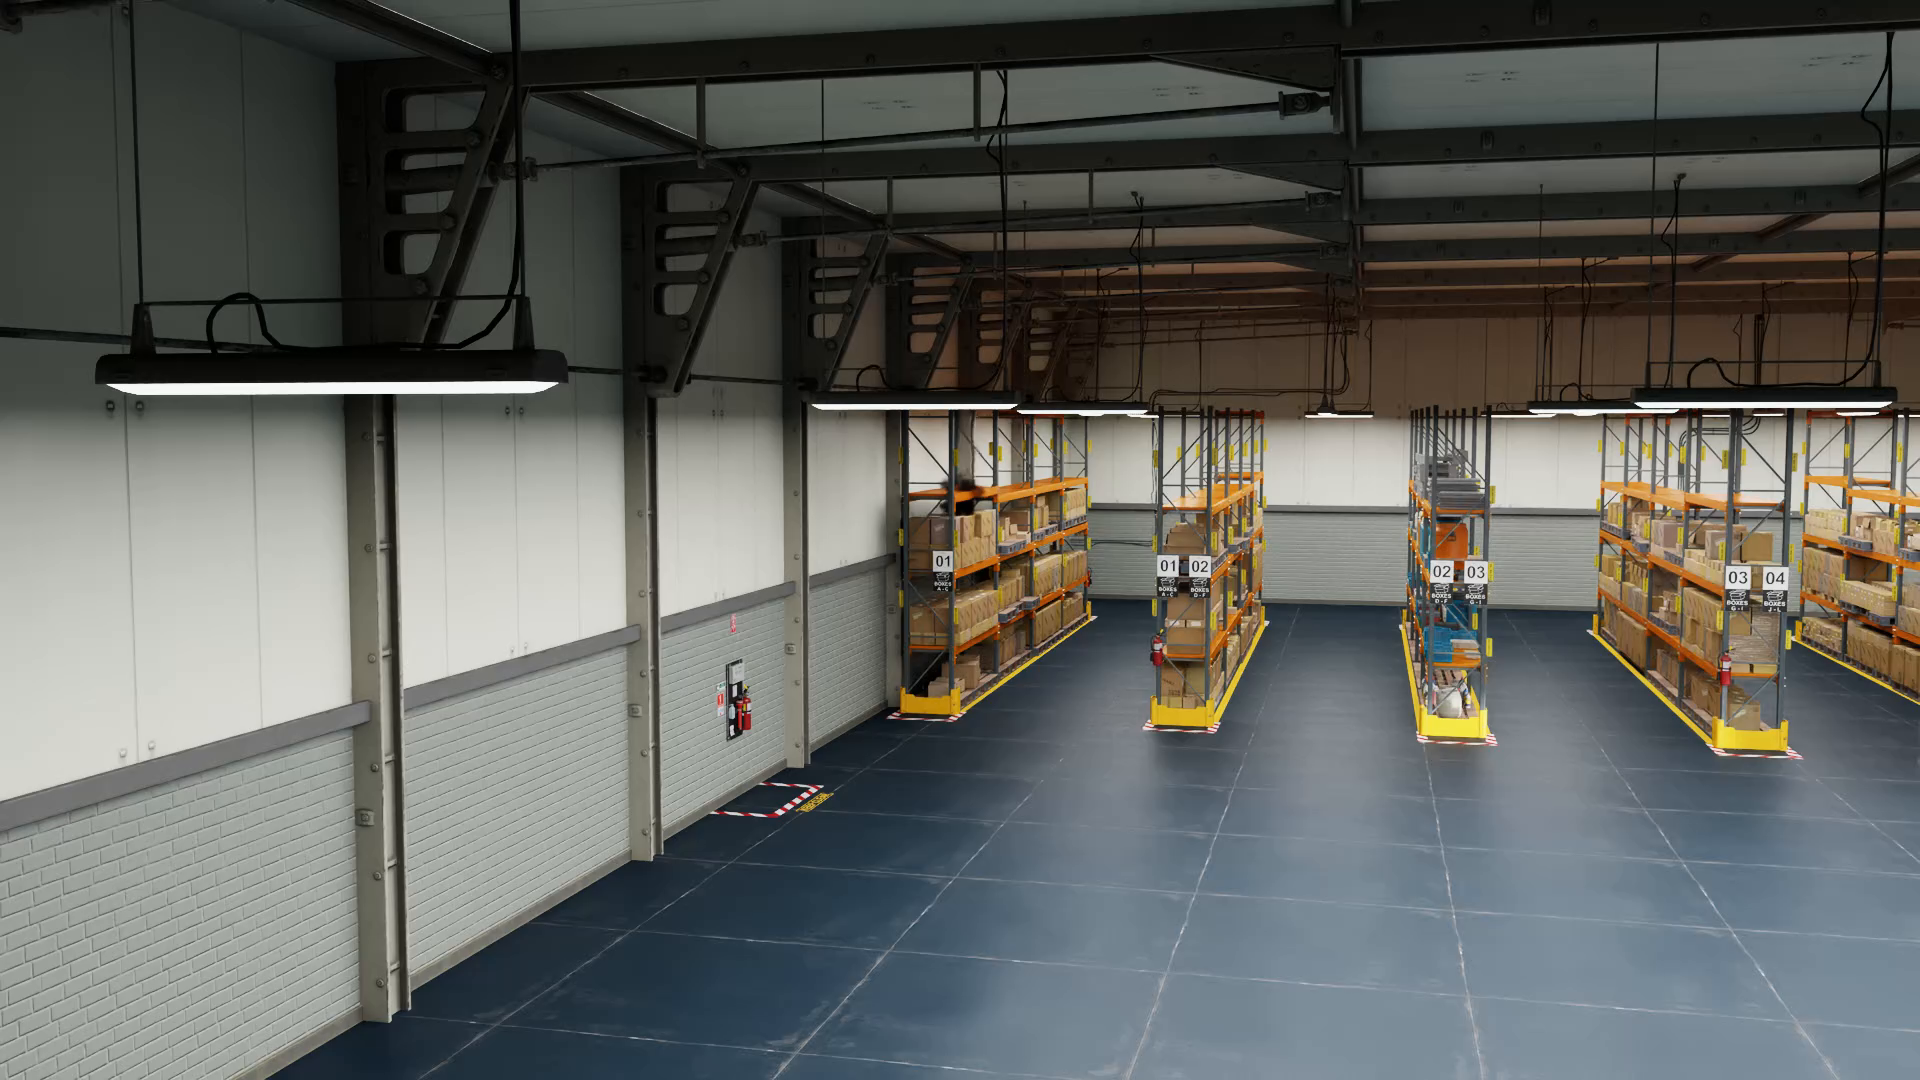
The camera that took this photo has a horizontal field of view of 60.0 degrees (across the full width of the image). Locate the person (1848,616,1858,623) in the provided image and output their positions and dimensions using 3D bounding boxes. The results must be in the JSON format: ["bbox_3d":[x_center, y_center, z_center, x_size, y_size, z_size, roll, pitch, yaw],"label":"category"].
[{"bbox_3d":[23.496,1.771,43.744,0.687,1.650,0.480,-3,5,-32],"label":"person"}]
